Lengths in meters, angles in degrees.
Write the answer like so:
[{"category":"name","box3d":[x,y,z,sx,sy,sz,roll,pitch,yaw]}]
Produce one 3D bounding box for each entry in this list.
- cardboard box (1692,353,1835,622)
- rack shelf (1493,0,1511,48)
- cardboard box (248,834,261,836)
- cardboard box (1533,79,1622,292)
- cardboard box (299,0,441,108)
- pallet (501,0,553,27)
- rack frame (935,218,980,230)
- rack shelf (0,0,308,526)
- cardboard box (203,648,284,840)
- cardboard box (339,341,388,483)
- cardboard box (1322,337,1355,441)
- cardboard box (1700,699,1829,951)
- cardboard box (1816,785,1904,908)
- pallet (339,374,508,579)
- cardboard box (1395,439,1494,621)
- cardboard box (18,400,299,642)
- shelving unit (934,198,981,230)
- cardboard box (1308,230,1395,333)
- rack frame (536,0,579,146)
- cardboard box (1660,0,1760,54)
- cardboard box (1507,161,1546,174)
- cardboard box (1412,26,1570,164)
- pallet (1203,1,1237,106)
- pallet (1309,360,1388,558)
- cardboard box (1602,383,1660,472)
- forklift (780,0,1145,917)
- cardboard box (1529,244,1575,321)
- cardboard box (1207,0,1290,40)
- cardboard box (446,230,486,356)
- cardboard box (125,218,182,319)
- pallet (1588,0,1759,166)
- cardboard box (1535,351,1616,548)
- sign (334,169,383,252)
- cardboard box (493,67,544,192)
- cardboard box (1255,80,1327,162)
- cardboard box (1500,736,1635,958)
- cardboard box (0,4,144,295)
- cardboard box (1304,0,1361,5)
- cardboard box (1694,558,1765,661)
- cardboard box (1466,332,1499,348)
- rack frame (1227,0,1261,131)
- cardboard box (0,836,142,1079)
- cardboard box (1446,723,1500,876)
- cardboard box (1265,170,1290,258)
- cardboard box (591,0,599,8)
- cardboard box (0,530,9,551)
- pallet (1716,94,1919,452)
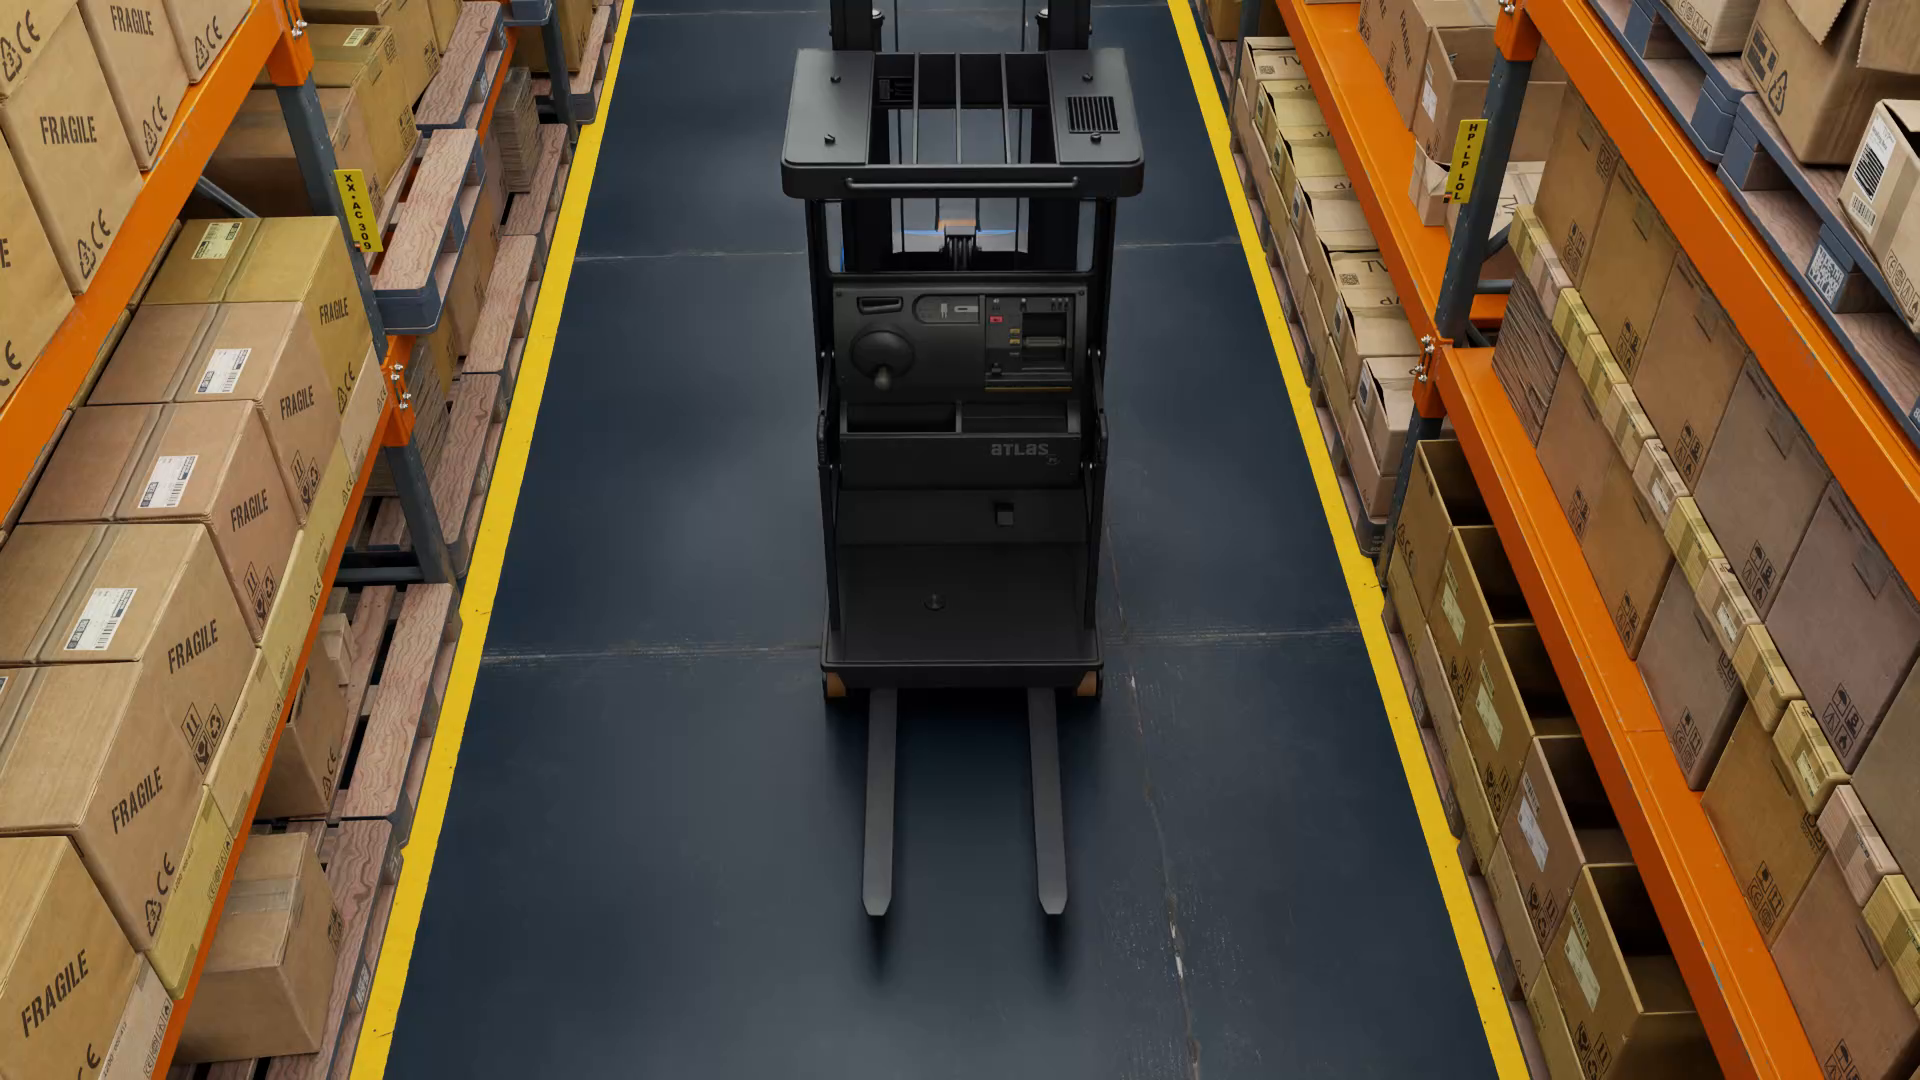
[{"category":"cardboard box","box3d":[2.402,-0.147,4.306,0.700,0.500,0.500,-2,43,-2]},{"category":"rack shelf","box3d":[2.228,-3.138,6.916,1.077,0.370,4.000,-2,43,-2]},{"category":"cardboard box","box3d":[-2.588,1.166,5.692,0.380,0.149,0.250,-5,43,-5]},{"category":"cardboard box","box3d":[2.338,-1.163,5.415,0.700,0.500,0.500,-1,43,-2]},{"category":"cardboard box","box3d":[-2.699,-2.167,7.145,0.700,0.500,0.500,4,43,4]},{"category":"pallet","box3d":[-2.669,-2.954,8.545,1.213,0.211,1.003,-2,43,-2]},{"category":"rack frame","box3d":[-0.012,-1.024,7.722,0.200,1.050,0.008,0,40,0]},{"category":"rack shelf","box3d":[-2.551,-0.293,3.812,1.077,0.370,4.000,-2,43,-2]},{"category":"cardboard box","box3d":[-2.241,0.571,4.653,0.500,0.250,0.500,-1,43,-1]},{"category":"cardboard box","box3d":[-2.313,-0.444,5.760,0.500,0.250,0.500,-2,43,-2]},{"category":"cardboard box","box3d":[1.986,-0.702,7.670,0.500,0.250,0.500,-2,43,-2]},{"category":"cardboard box","box3d":[2.434,0.711,4.330,0.700,0.500,0.500,-1,43,-2]},{"category":"cardboard box","box3d":[2.244,0.705,3.856,0.380,0.149,0.250,-1,43,-1]},{"category":"pallet","box3d":[-2.670,-0.300,7.571,1.003,0.211,1.213,-2,43,-2]},{"category":"cardboard box","box3d":[2.020,-0.043,6.396,0.500,0.500,0.500,-2,43,-2]},{"category":"cardboard box","box3d":[-2.269,-0.044,4.769,0.500,0.500,0.500,-3,43,-3]},{"category":"shelving unit","box3d":[-0.012,-1.102,7.816,0.215,1.050,0.252,0,40,0]},{"category":"cardboard box","box3d":[1.962,-1.249,7.851,0.500,0.311,0.500,-2,43,-2]},{"category":"rack frame","box3d":[-2.806,-3.503,9.002,1.000,3.000,0.127,-2,43,-2]},{"category":"cardboard box","box3d":[2.094,-1.515,4.264,0.500,0.311,0.500,-4,43,-4]},{"category":"cardboard box","box3d":[2.480,-1.459,6.957,0.380,0.149,0.250,-2,43,-2]},{"category":"cardboard box","box3d":[2.274,-1.859,7.134,0.500,0.500,0.500,1,43,1]},{"category":"pallet","box3d":[2.149,-3.125,10.653,1.003,0.211,1.213,-2,43,-2]},{"category":"pallet","box3d":[2.243,-0.416,7.697,1.003,0.211,1.213,-2,43,-2]},{"category":"cardboard box","box3d":[2.176,-0.347,5.004,0.380,0.149,0.250,-3,43,-3]},{"category":"forklift","box3d":[0.005,-0.660,5.951,1.130,2.935,3.031,0,43,0]},{"category":"cardboard box","box3d":[2.142,-0.867,5.572,0.380,0.149,0.250,-1,43,-1]},{"category":"cardboard box","box3d":[1.869,-3.513,10.537,0.500,0.500,0.500,0,43,0]},{"category":"cardboard box","box3d":[-2.737,-1.233,8.049,0.700,0.500,0.500,-1,43,-1]},{"category":"cardboard box","box3d":[-2.825,-0.708,5.493,0.500,0.500,0.500,-3,43,-3]},{"category":"pallet","box3d":[2.375,-1.445,4.602,1.003,0.211,1.213,-2,43,-2]},{"category":"cardboard box","box3d":[2.367,-0.329,5.465,0.700,0.500,0.500,-2,43,-2]},{"category":"sign","box3d":[-2.094,-1.143,5.786,0.100,0.325,0.005,-2,43,-2]},{"category":"cardboard box","box3d":[-2.723,-2.259,9.169,0.700,0.500,0.500,-1,43,-1]},{"category":"cardboard box","box3d":[1.903,-2.279,8.976,0.500,0.311,0.500,-3,43,-3]},{"category":"cardboard box","box3d":[2.086,0.970,5.291,0.500,0.500,0.500,-2,43,-2]},{"category":"cardboard box","box3d":[-2.297,-0.904,3.857,0.500,0.500,0.500,-3,43,-3]},{"category":"cardboard box","box3d":[1.988,-3.006,8.525,0.500,0.311,0.500,-2,43,-2]},{"category":"cardboard box","box3d":[2.208,0.177,4.432,0.380,0.149,0.250,-2,43,-2]},{"category":"cardboard box","box3d":[2.528,-0.920,7.492,0.500,0.311,0.500,-2,43,-2]},{"category":"rack frame","box3d":[2.143,-3.648,9.159,1.000,3.000,0.127,-2,43,-2]},{"category":"cardboard box","box3d":[-2.197,1.004,3.625,0.500,0.500,0.500,-2,43,-2]},{"category":"cardboard box","box3d":[2.062,0.909,5.913,0.500,0.250,0.500,-2,43,-2]},{"category":"cardboard box","box3d":[1.922,-1.737,8.799,0.500,0.250,0.500,-3,43,-3]},{"category":"cardboard box","box3d":[-2.737,-3.957,10.777,0.750,0.750,0.750,-2,43,-2]},{"category":"cardboard box","box3d":[-2.758,0.328,4.363,0.500,0.500,0.500,-1,43,-1]},{"category":"pallet","box3d":[2.424,-0.624,3.706,1.003,0.211,1.213,-2,43,-2]}]
